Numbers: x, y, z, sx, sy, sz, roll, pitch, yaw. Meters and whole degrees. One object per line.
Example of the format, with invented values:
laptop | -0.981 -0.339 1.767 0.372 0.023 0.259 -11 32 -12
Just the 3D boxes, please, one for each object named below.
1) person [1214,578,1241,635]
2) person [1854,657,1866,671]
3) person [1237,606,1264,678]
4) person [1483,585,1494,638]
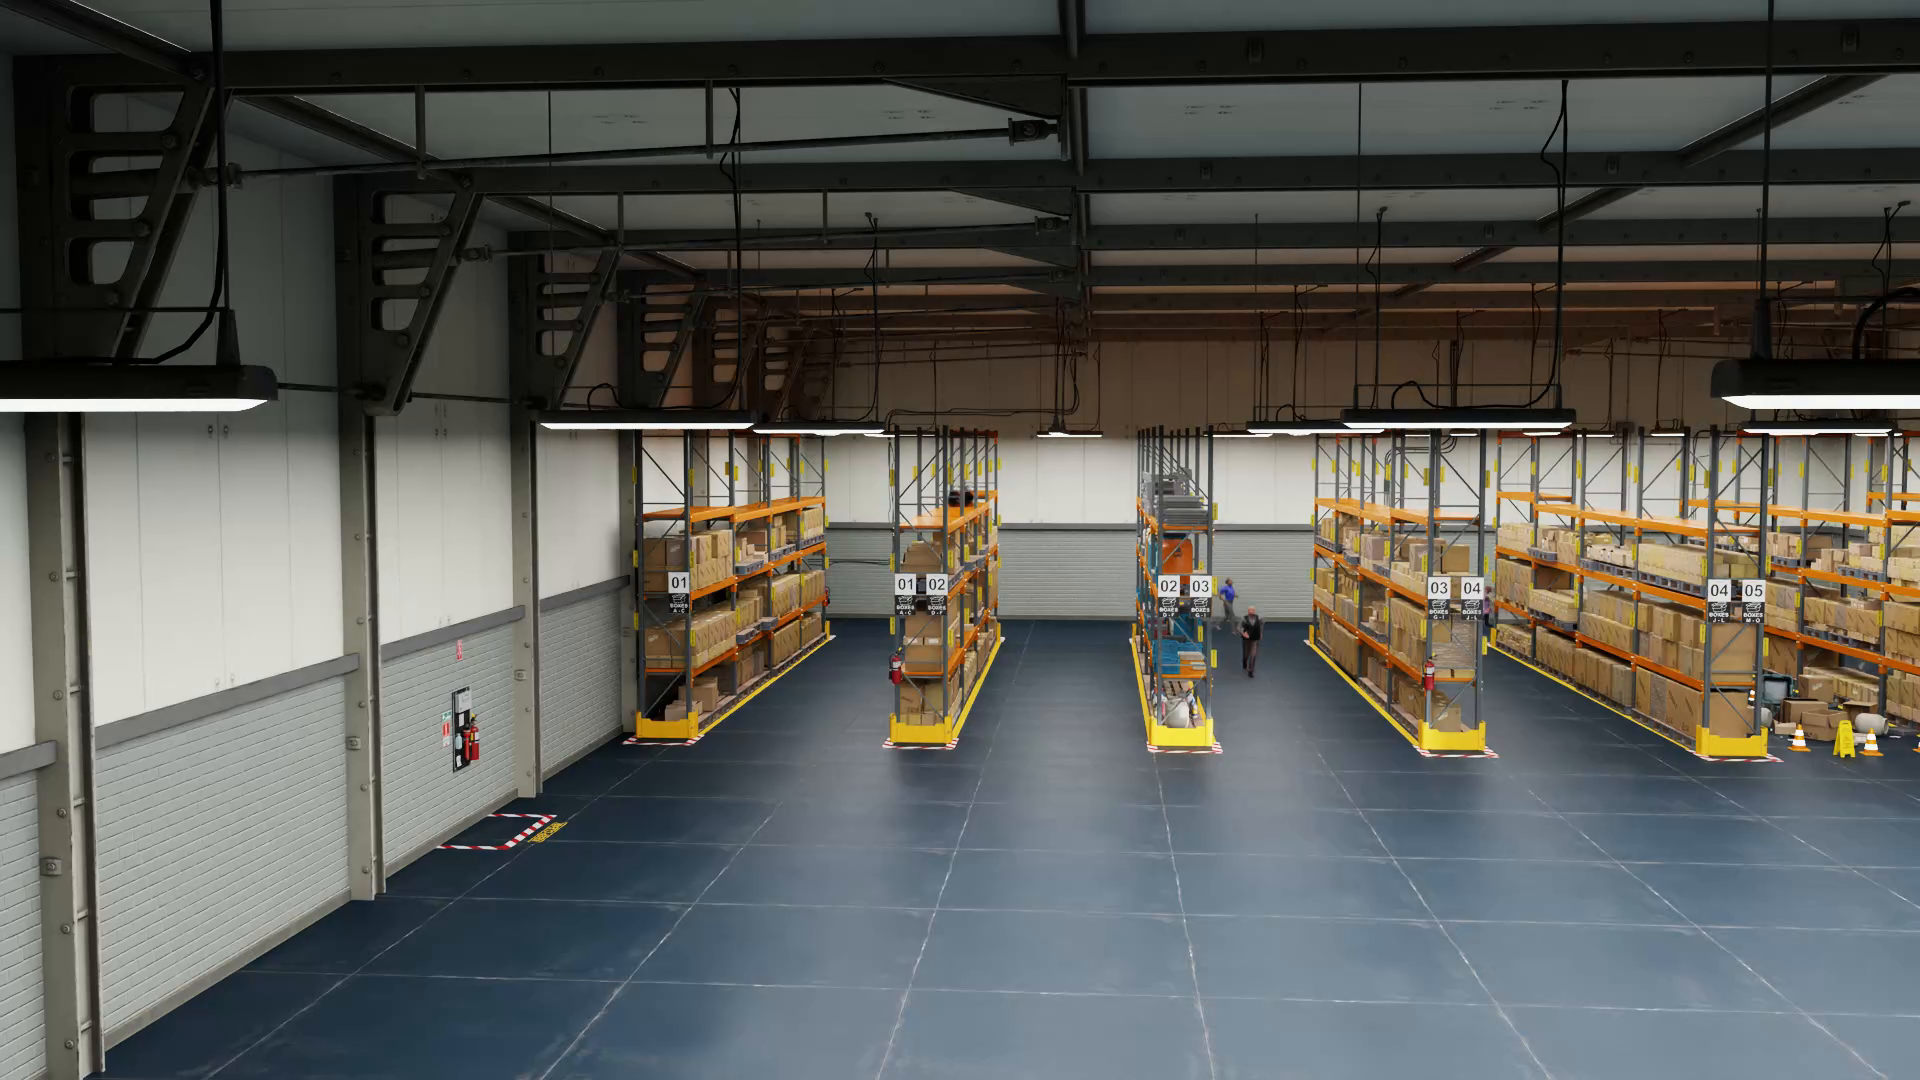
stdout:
person | 7.925 1.943 49.240 0.869 1.676 0.566 2 4 32
person | 22.304 2.383 41.088 0.648 1.737 0.597 0 3 -2
person | 7.066 2.449 40.451 0.681 1.714 0.935 0 3 -1
person | 14.959 2.066 47.581 0.820 1.563 0.583 1 4 23
